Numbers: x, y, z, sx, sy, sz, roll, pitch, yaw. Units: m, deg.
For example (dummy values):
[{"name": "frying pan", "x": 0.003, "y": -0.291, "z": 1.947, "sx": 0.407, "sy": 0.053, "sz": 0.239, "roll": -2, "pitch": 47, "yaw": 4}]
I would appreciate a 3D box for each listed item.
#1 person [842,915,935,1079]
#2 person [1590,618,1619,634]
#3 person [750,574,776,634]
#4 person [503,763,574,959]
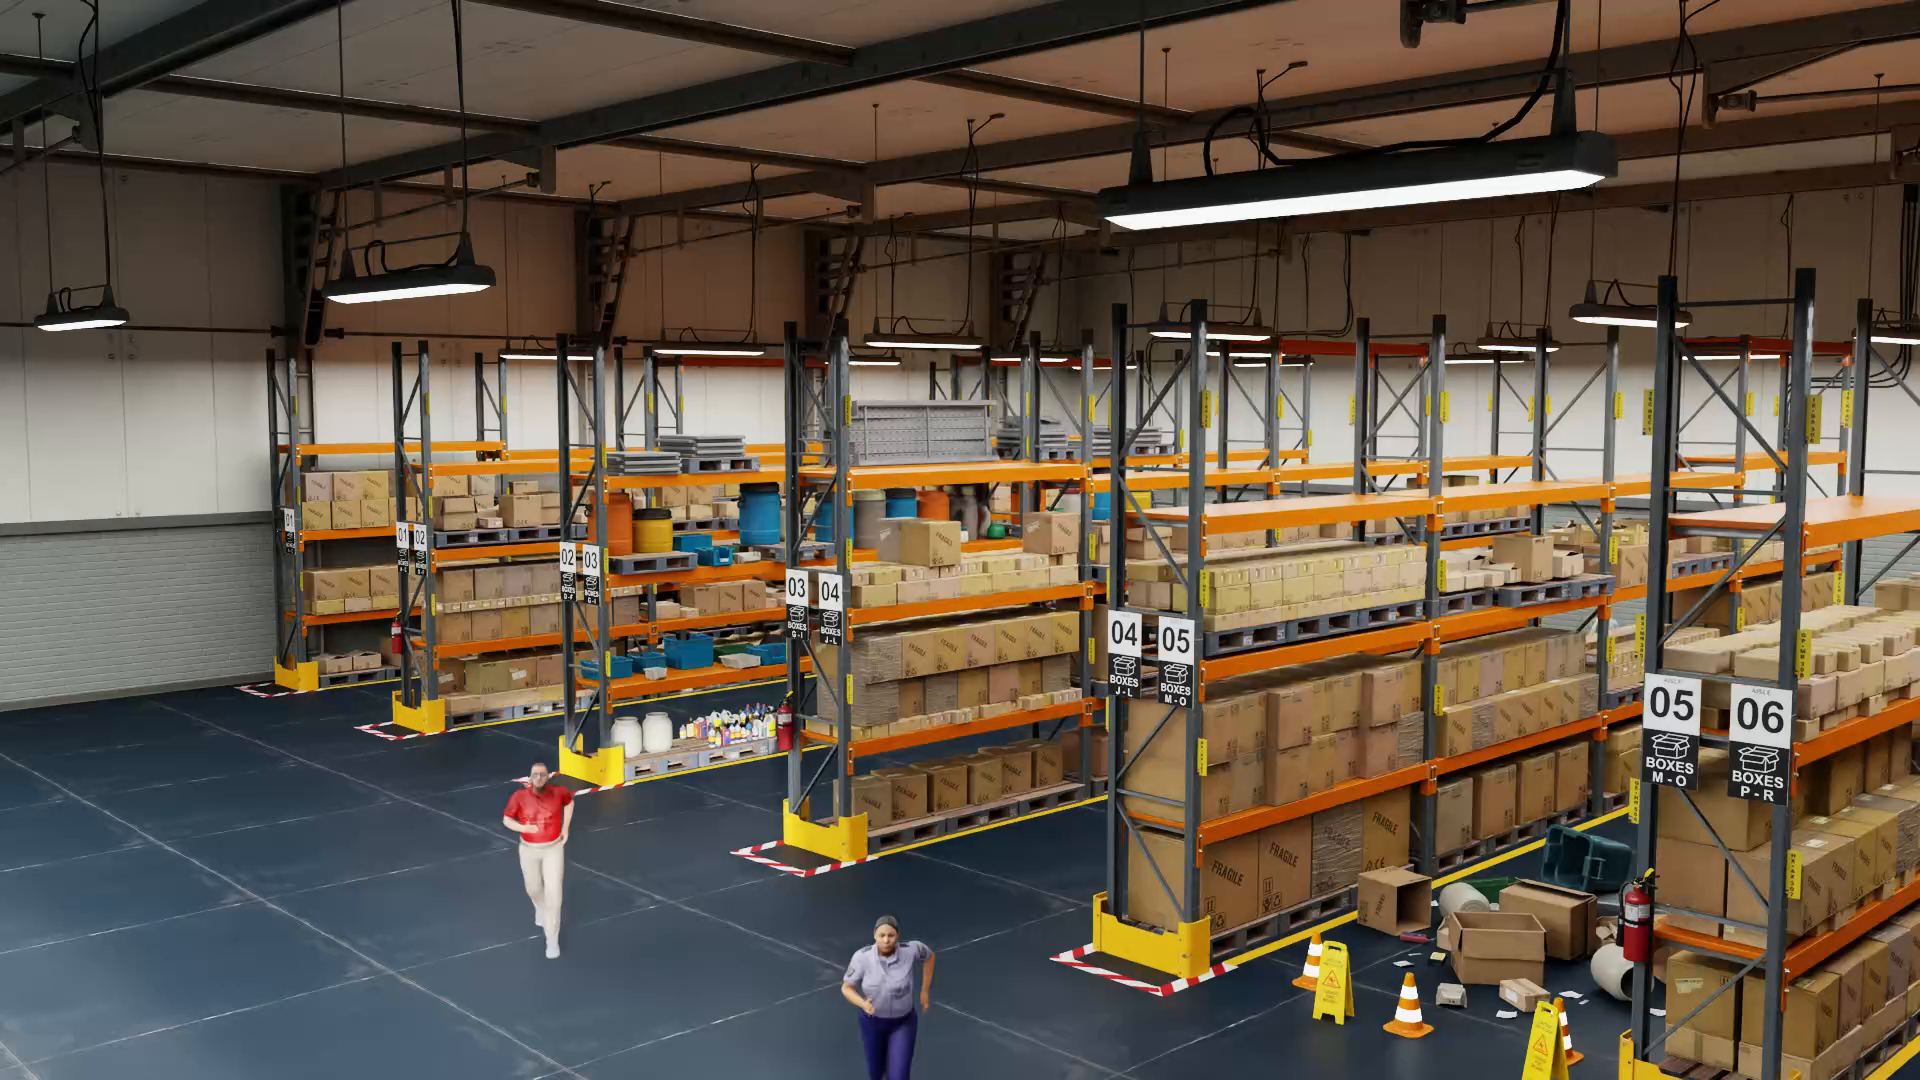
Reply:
[{"name": "person", "x": -0.492, "y": 3.377, "z": 11.535, "sx": 0.634, "sy": 1.683, "sz": 0.929, "roll": 0, "pitch": 5, "yaw": 0}, {"name": "person", "x": 11.259, "y": 1.906, "z": 28.990, "sx": 0.557, "sy": 1.523, "sz": 0.545, "roll": 1, "pitch": 5, "yaw": 13}, {"name": "person", "x": -3.973, "y": 1.435, "z": 32.780, "sx": 0.654, "sy": 1.824, "sz": 0.952, "roll": 4, "pitch": 7, "yaw": 41}, {"name": "person", "x": -3.975, "y": 2.970, "z": 15.702, "sx": 0.626, "sy": 1.789, "sz": 1.008, "roll": -1, "pitch": 5, "yaw": -8}]
